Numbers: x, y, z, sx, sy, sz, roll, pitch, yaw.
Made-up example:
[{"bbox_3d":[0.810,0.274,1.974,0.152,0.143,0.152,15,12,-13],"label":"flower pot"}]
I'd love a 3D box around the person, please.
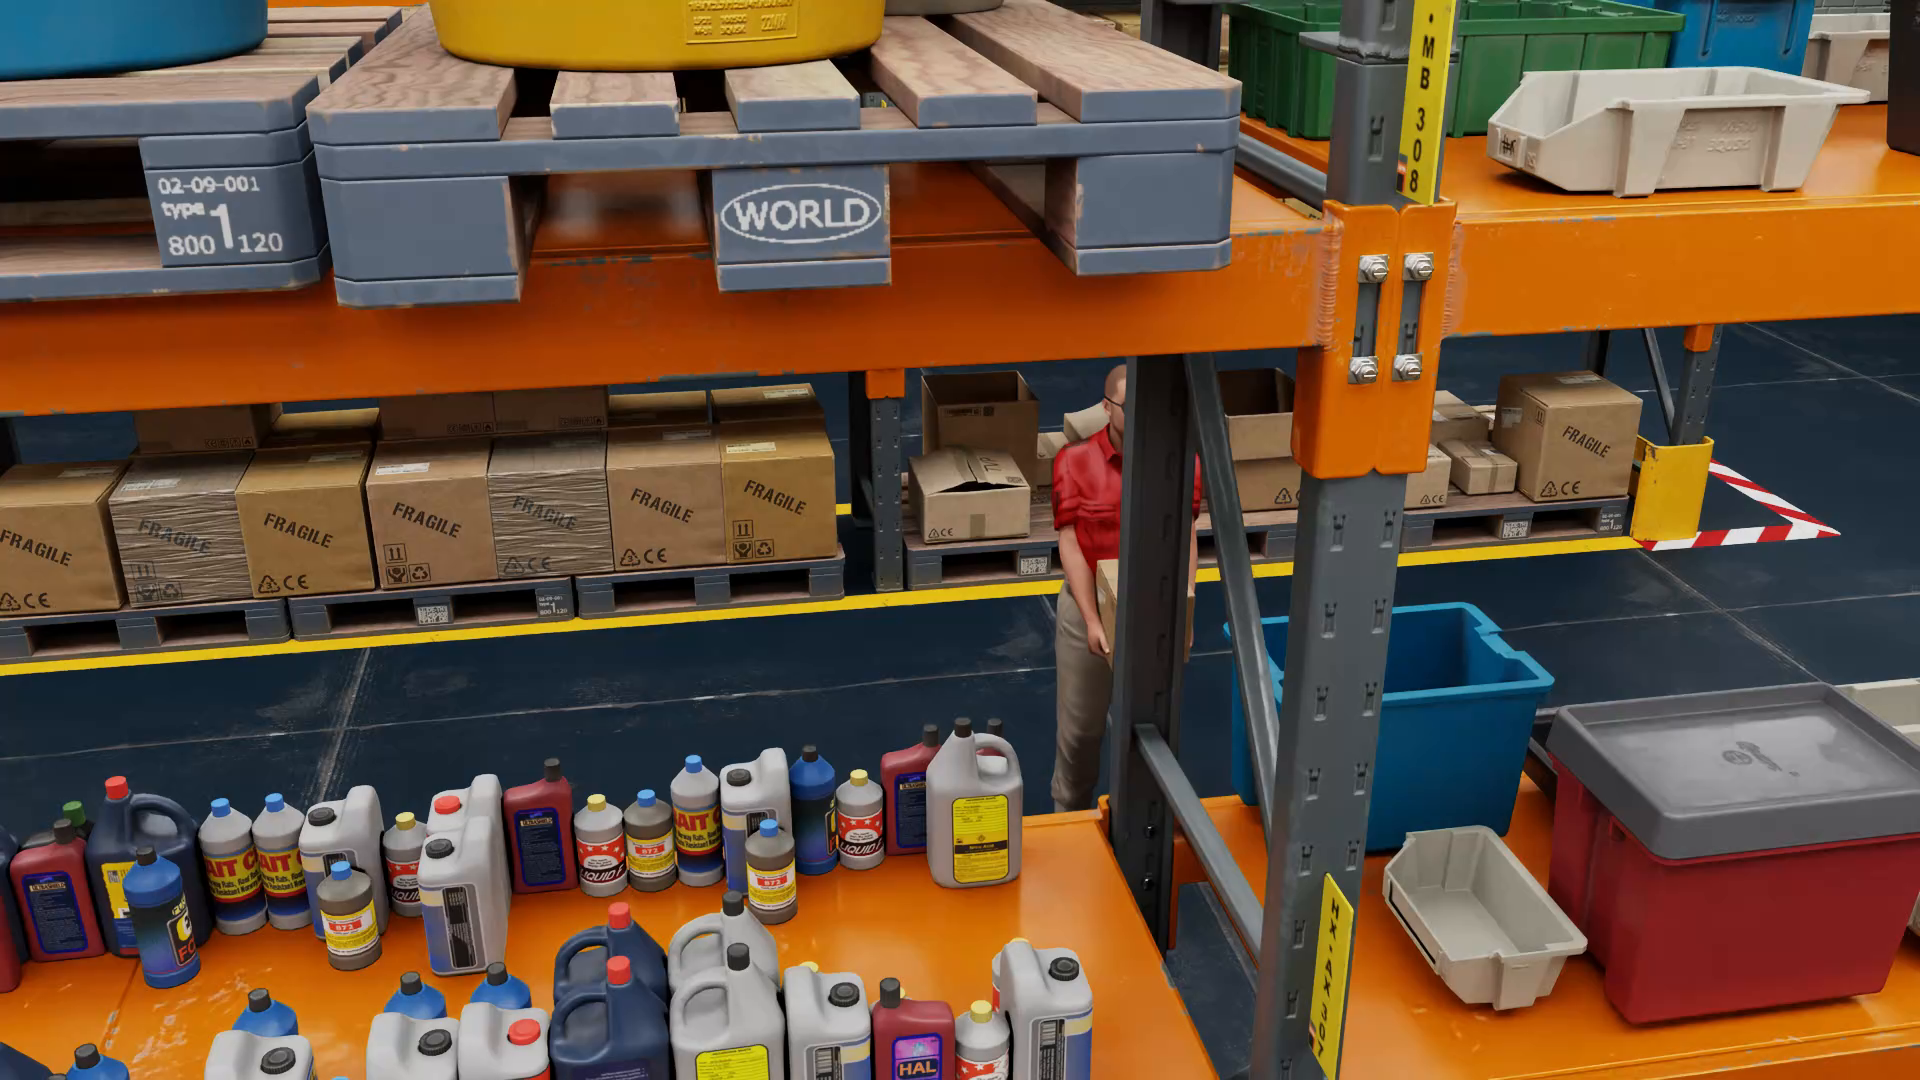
[{"bbox_3d":[0.559,0.300,5.434,0.494,1.715,0.537,-4,23,-9],"label":"person"}]
